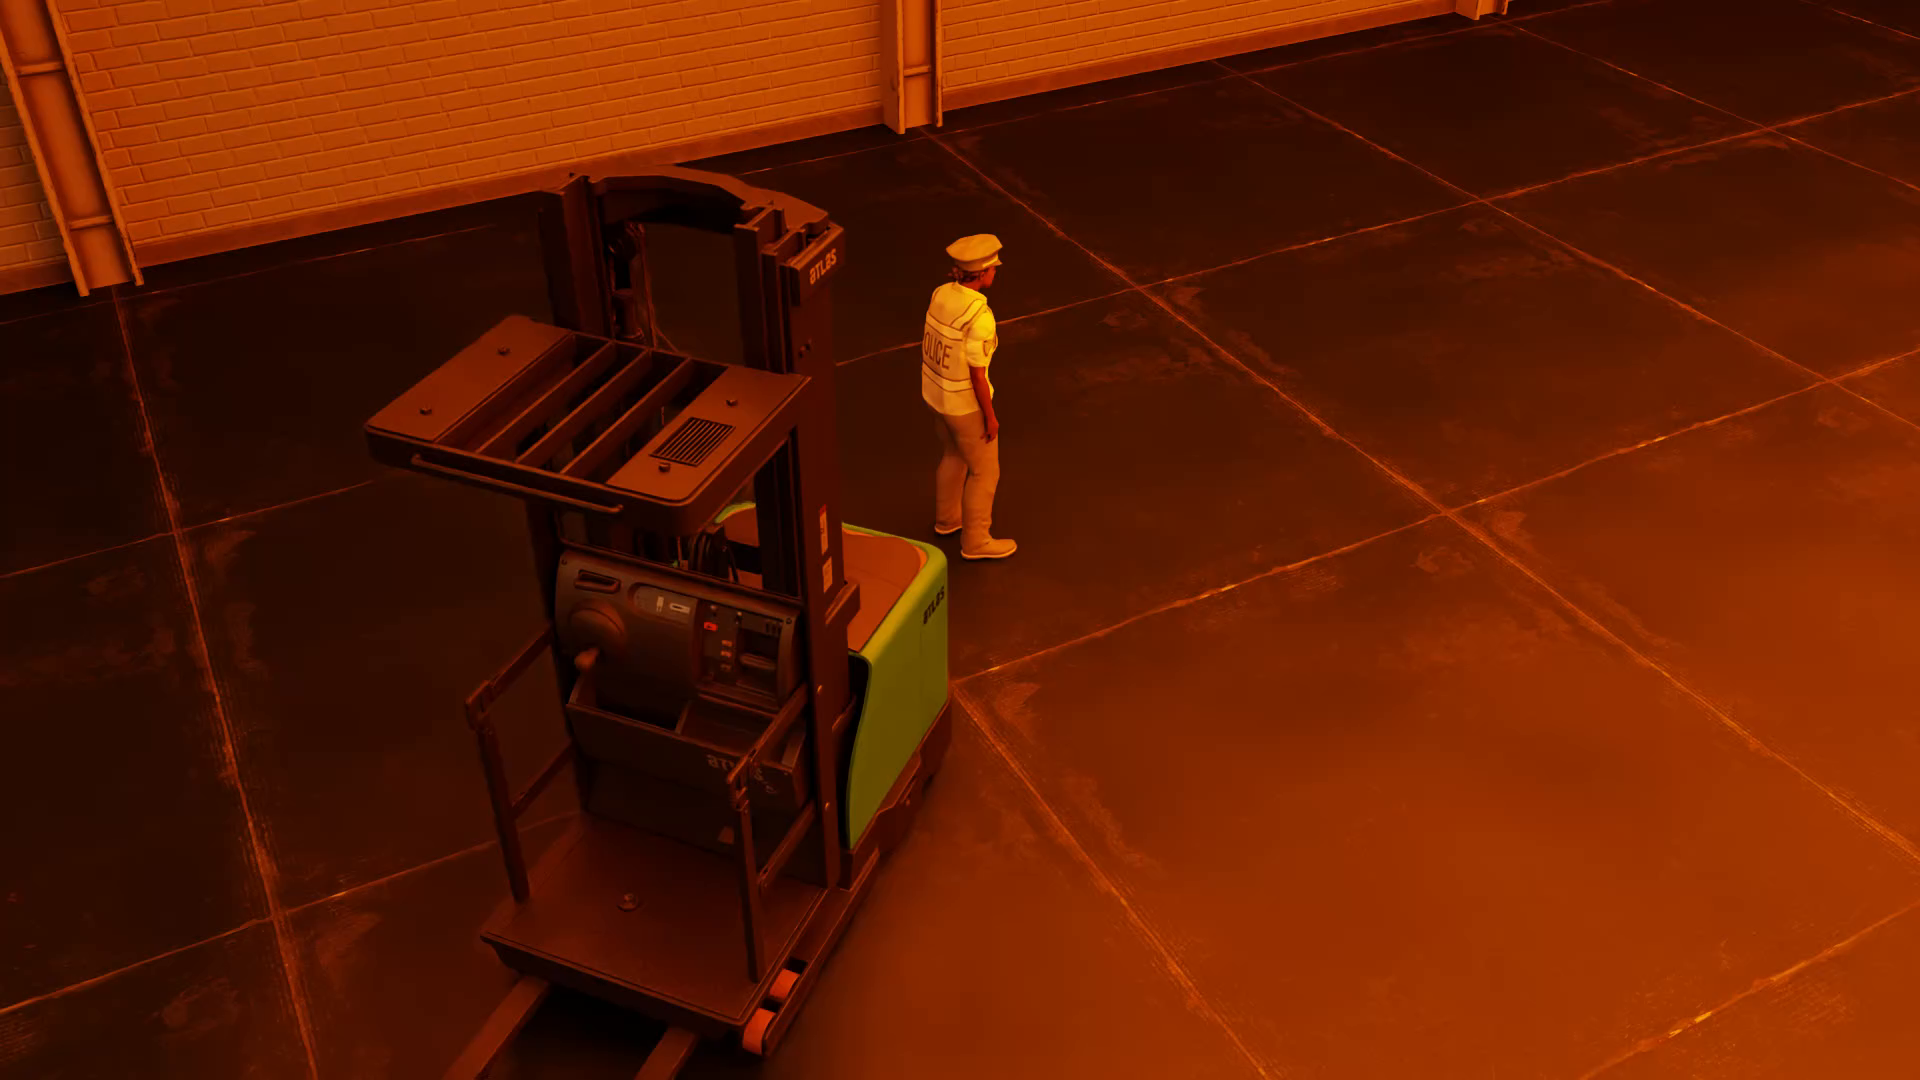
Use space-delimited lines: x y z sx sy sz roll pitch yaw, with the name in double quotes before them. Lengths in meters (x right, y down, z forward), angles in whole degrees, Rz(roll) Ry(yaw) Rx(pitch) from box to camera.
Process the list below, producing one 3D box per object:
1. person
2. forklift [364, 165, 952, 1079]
"person" 0.032 -0.685 8.198 0.393 1.657 0.513 -18 39 -24
"forklift" -1.068 0.387 5.576 1.130 2.935 3.031 13 37 18
